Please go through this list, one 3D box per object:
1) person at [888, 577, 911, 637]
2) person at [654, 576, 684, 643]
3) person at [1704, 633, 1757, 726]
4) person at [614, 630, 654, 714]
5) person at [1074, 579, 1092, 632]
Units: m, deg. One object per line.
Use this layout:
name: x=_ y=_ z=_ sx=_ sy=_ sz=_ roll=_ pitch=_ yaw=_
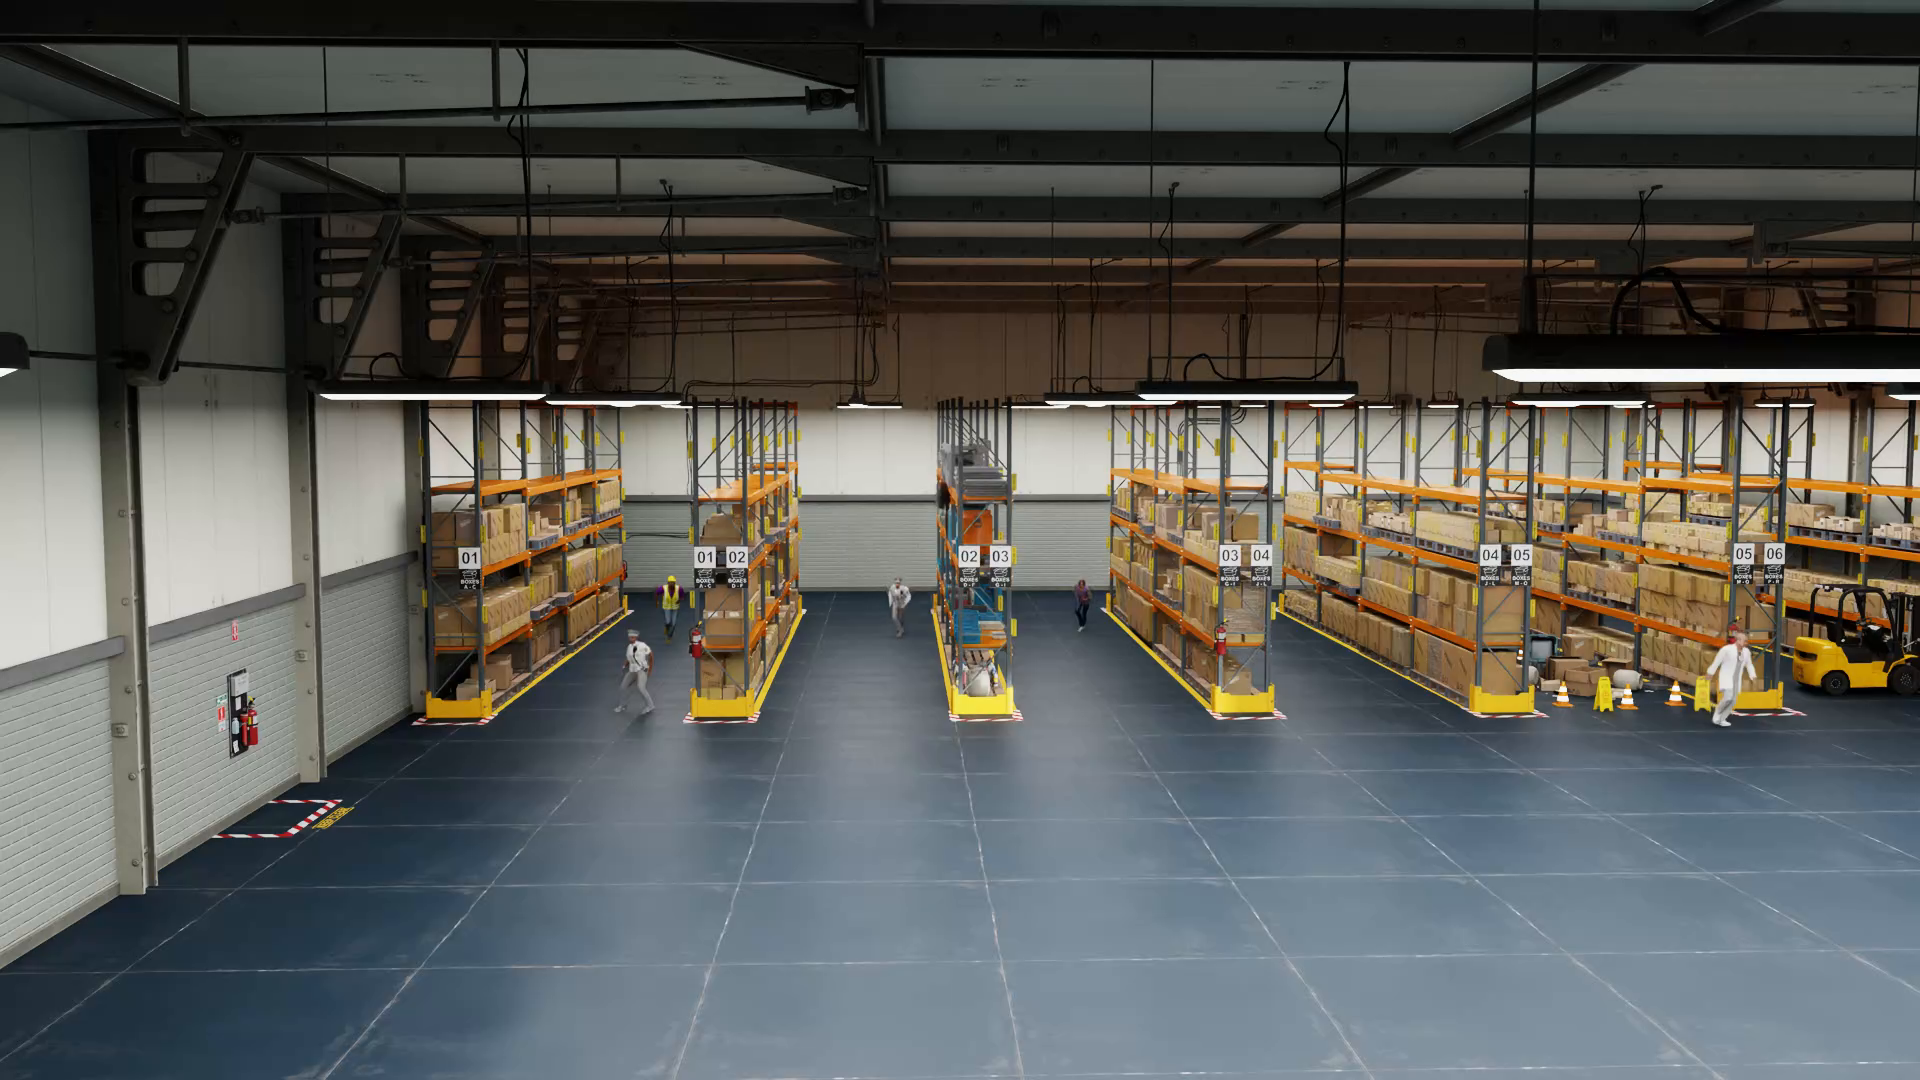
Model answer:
person: x=-1.519 y=1.707 z=42.575 sx=0.611 sy=1.572 sz=0.984 roll=1 pitch=4 yaw=10
person: x=-7.145 y=1.721 z=41.011 sx=0.699 sy=1.683 sz=0.711 roll=-2 pitch=5 yaw=-20
person: x=14.007 y=2.530 z=30.130 sx=0.716 sy=1.720 sz=0.667 roll=-1 pitch=5 yaw=-15
person: x=-6.237 y=2.493 z=31.587 sx=0.831 sy=1.613 sz=0.528 roll=3 pitch=5 yaw=36
person: x=3.248 y=1.673 z=43.608 sx=0.546 sy=1.390 sz=1.043 roll=1 pitch=5 yaw=17
